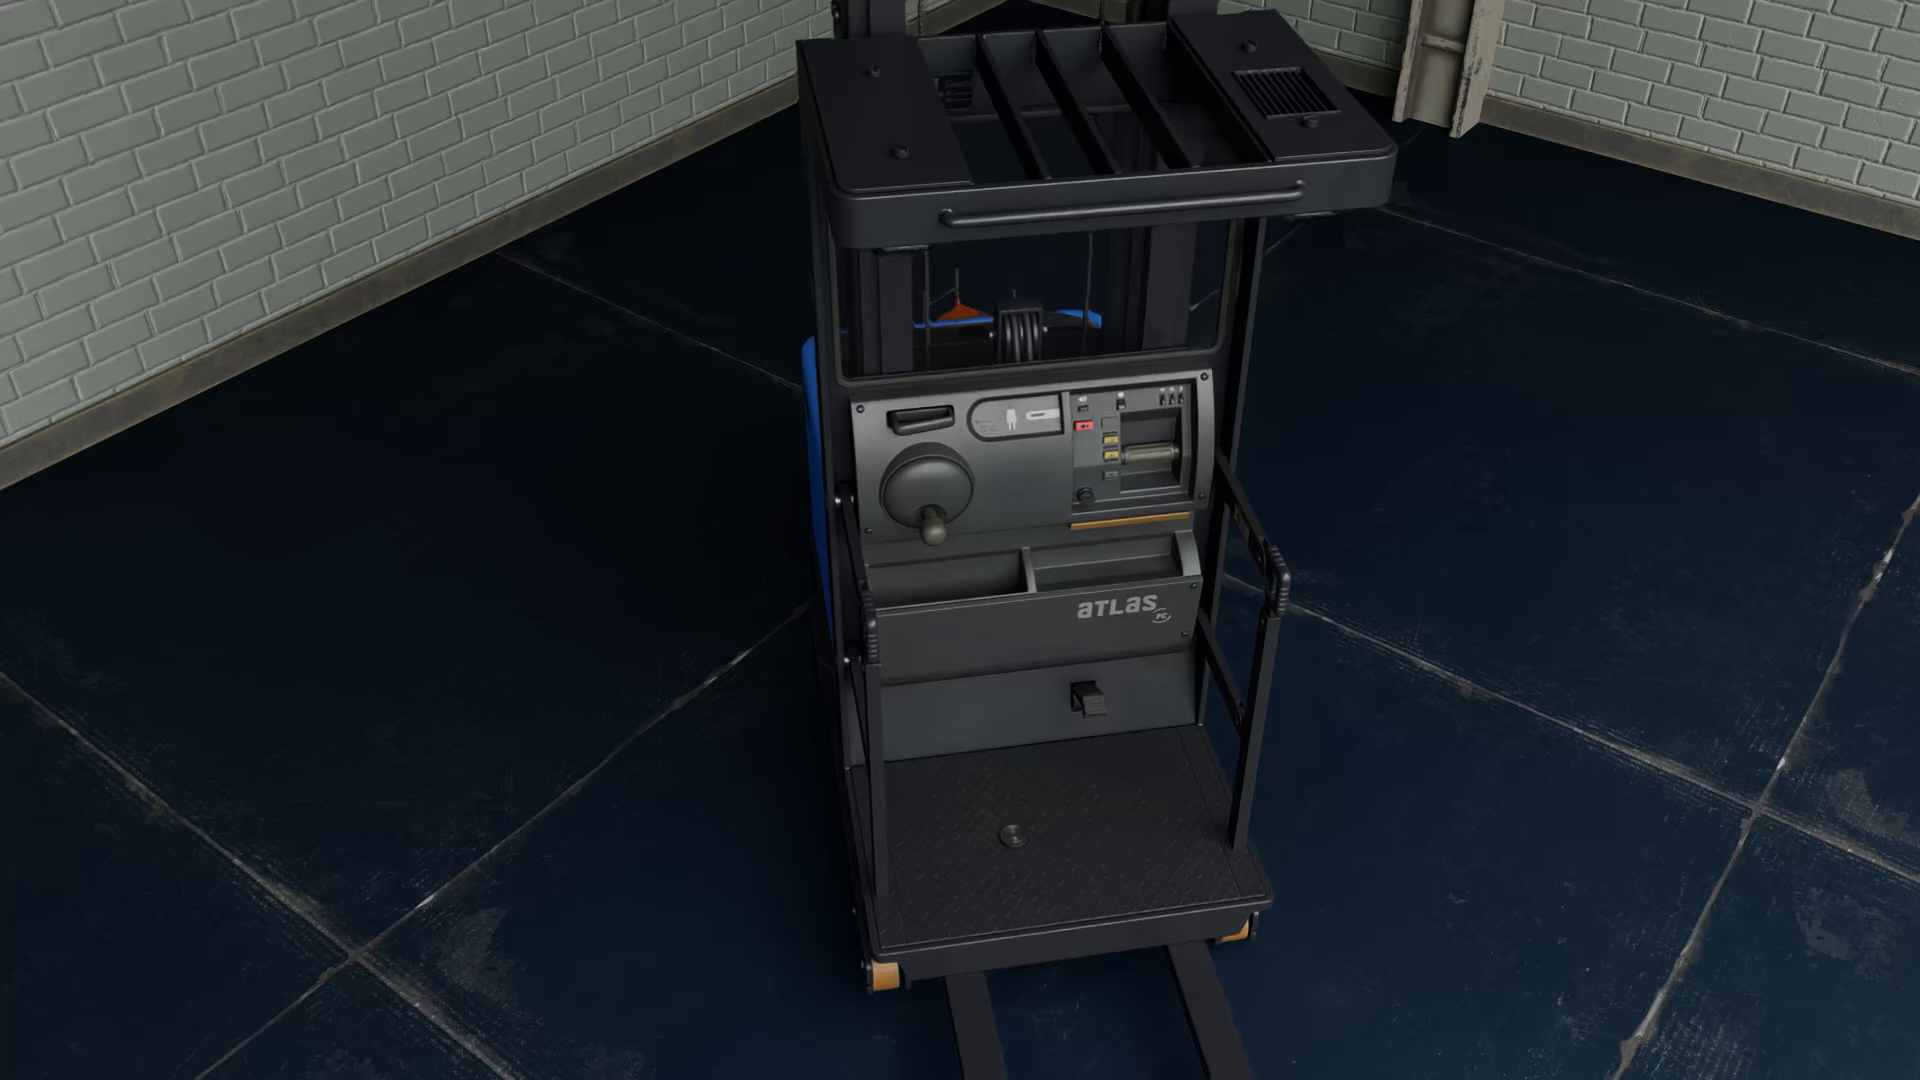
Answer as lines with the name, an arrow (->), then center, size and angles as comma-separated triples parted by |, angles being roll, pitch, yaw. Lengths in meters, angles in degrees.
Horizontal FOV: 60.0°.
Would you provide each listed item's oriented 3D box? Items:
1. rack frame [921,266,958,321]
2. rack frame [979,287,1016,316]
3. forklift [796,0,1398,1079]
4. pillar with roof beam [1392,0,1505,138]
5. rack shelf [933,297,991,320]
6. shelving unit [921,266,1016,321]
rack frame -> -0.069, -0.486, 6.018 | 0.008, 1.050, 0.200 | 25, 44, 28
rack frame -> 0.126, -0.395, 5.903 | 0.008, 1.050, 0.200 | 25, 44, 28
forklift -> 0.230, -0.143, 4.055 | 1.130, 2.935, 3.031 | -6, 38, -8
pillar with roof beam -> 0.027, -3.767, 3.762 | 0.400, 9.000, 9.100 | 25, 45, 29
rack shelf -> 0.028, -0.655, 5.792 | 0.240, 0.259, 0.215 | 25, 44, 28
shelving unit -> 0.028, -0.440, 5.961 | 0.252, 1.050, 0.215 | 25, 44, 28
